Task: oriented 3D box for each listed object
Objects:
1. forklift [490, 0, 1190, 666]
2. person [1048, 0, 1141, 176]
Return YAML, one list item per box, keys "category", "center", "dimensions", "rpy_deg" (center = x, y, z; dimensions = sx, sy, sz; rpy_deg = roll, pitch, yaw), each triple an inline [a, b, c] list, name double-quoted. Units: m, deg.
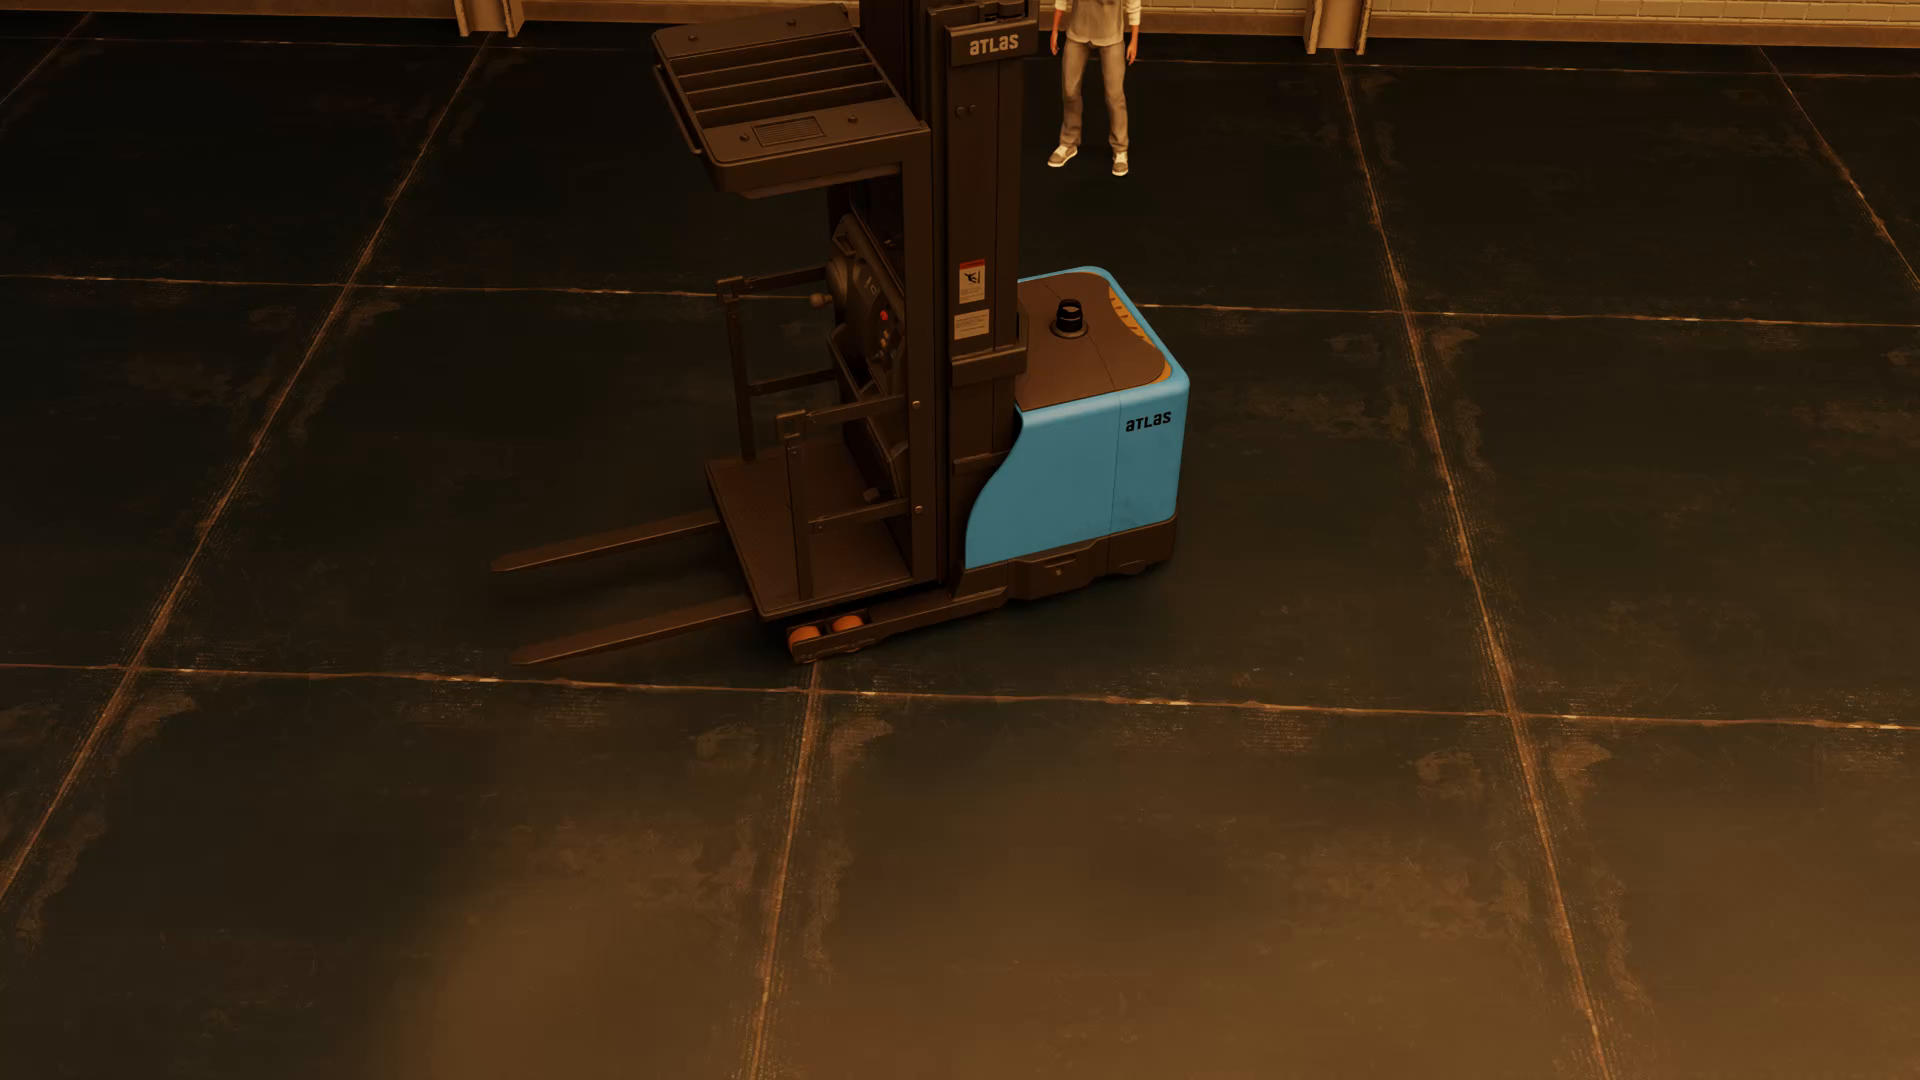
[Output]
- category: "forklift"
  center: [-0.573, -0.945, 6.778]
  dimensions: [3.031, 2.935, 1.130]
  rpy_deg: [-13, 44, -14]
- category: "person"
  center: [0.817, -3.000, 10.034]
  dimensions: [0.547, 1.582, 0.363]
  rpy_deg: [11, 44, 12]
